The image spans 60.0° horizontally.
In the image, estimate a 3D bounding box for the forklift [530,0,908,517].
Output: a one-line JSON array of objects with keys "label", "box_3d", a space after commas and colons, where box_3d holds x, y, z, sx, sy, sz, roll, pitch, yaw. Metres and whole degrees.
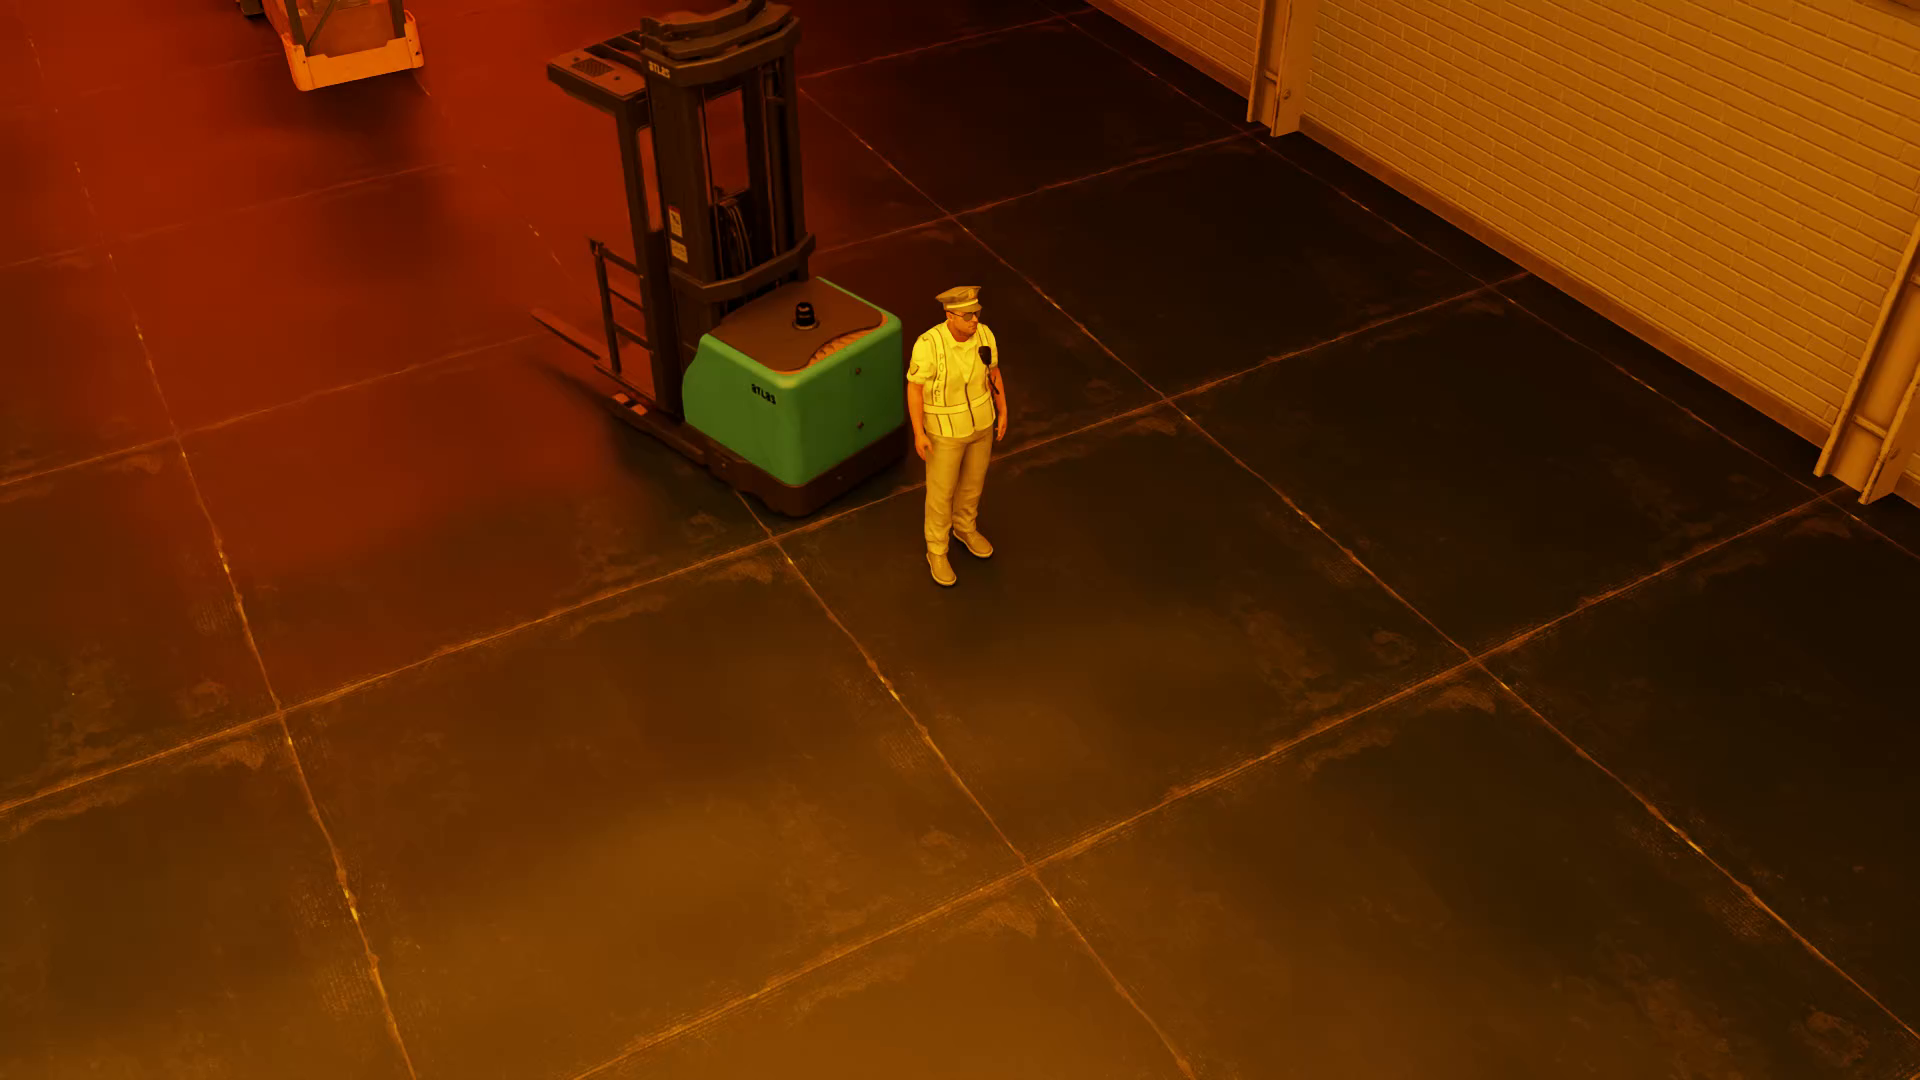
[{"label": "forklift", "box_3d": [-1.763, -2.093, 10.559, 3.031, 2.935, 1.130, 31, 49, 32]}]

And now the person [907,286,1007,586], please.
[{"label": "person", "box_3d": [0.028, -0.644, 9.703, 0.640, 1.779, 0.575, -20, 44, -23]}]
